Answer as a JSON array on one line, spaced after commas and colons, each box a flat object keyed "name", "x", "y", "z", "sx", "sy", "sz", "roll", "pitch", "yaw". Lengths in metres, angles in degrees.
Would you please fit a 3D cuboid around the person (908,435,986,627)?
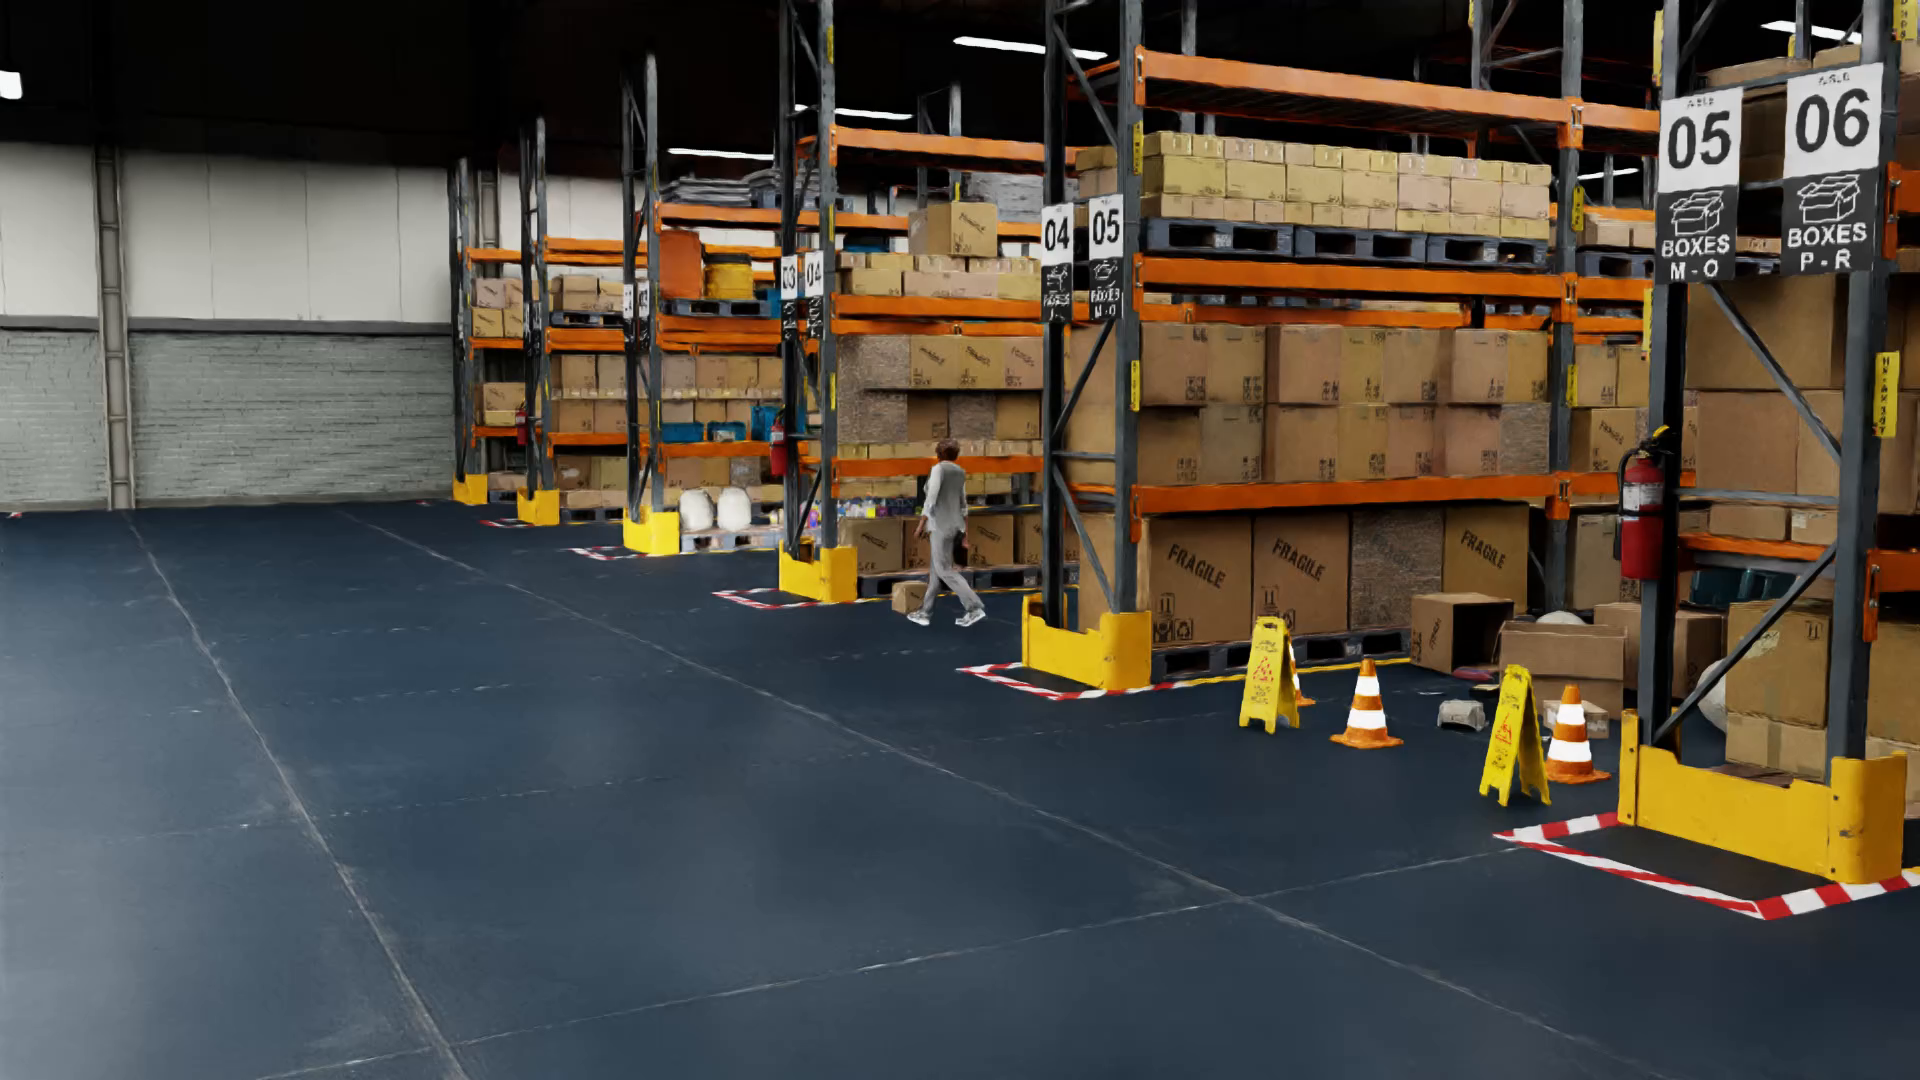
[{"name": "person", "x": -0.124, "y": -0.070, "z": 13.480, "sx": 0.831, "sy": 1.549, "sz": 0.486, "roll": 4, "pitch": 6, "yaw": 35}]
